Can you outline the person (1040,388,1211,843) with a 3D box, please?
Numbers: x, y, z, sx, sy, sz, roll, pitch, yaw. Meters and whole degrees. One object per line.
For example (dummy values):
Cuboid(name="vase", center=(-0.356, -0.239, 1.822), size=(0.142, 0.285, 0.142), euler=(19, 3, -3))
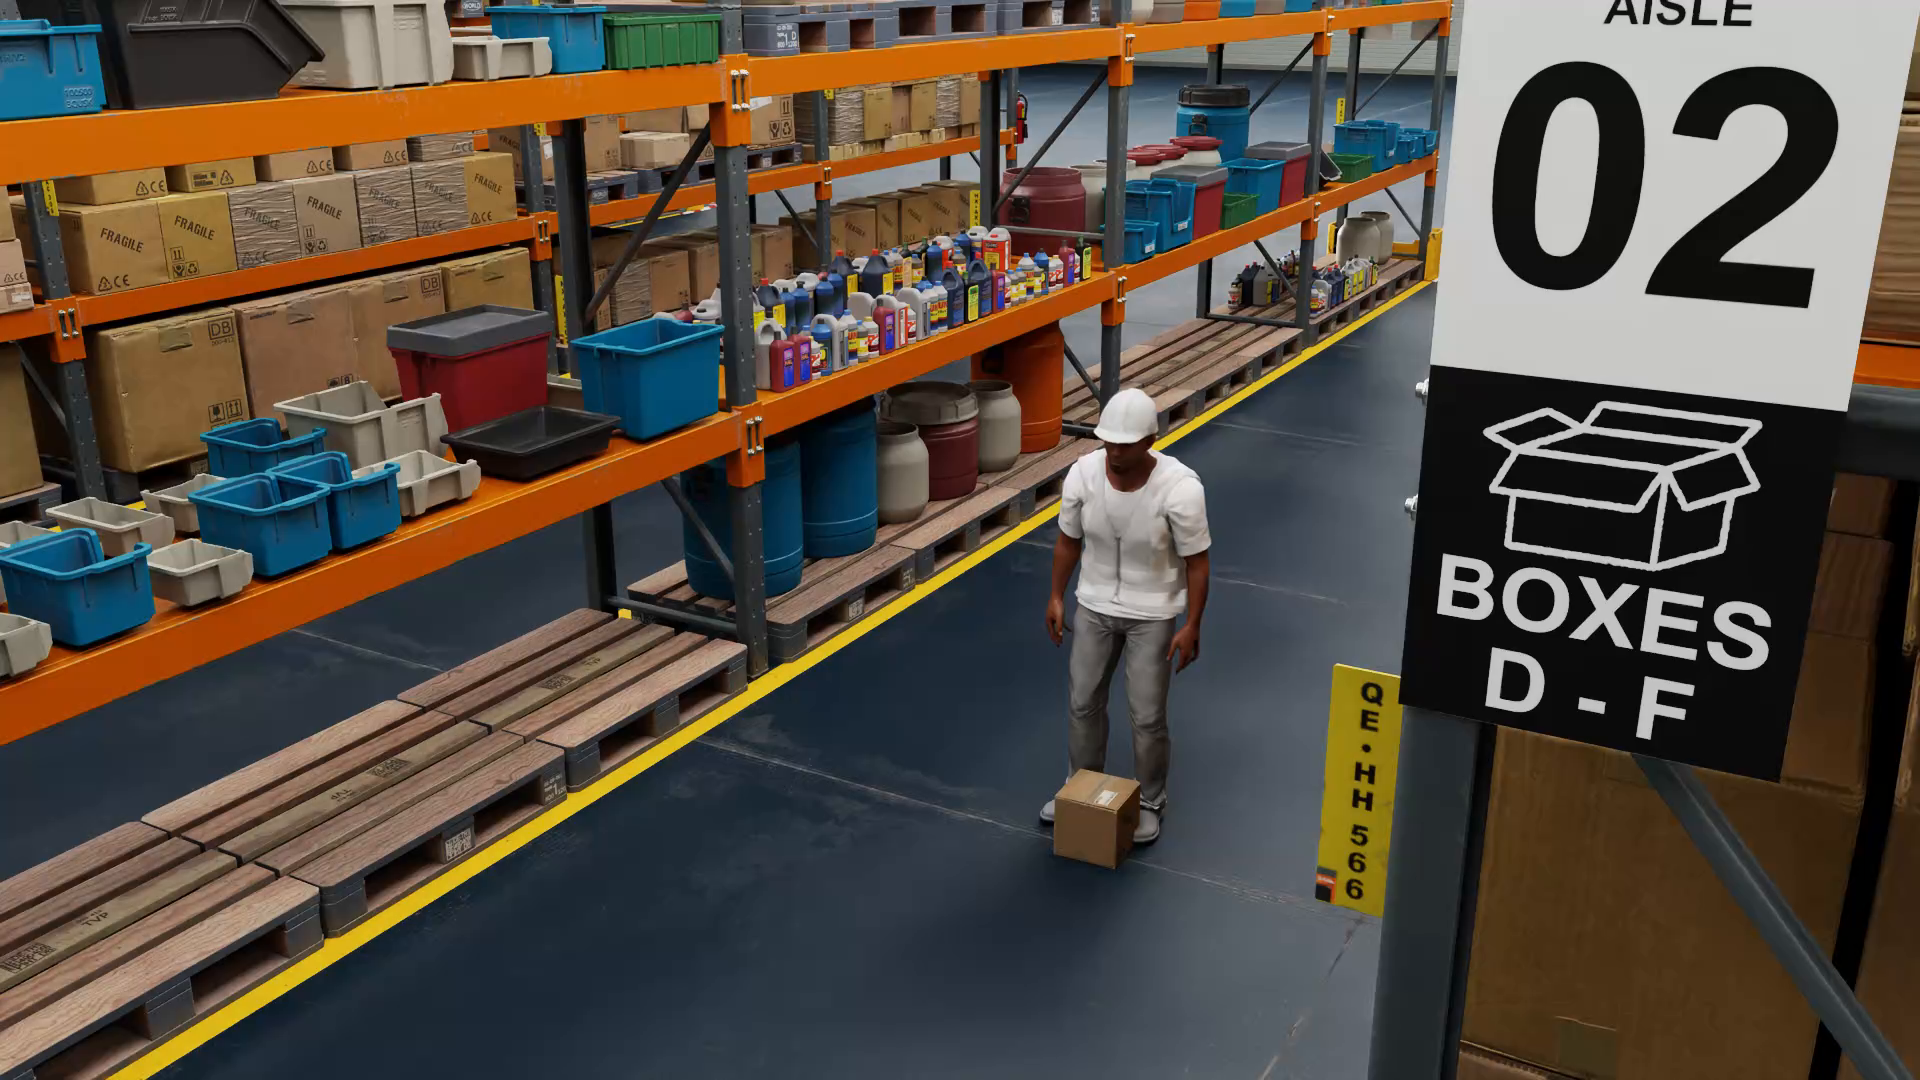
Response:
Cuboid(name="person", center=(0.617, 0.276, 6.250), size=(0.626, 1.761, 0.458), euler=(10, 22, 27))
